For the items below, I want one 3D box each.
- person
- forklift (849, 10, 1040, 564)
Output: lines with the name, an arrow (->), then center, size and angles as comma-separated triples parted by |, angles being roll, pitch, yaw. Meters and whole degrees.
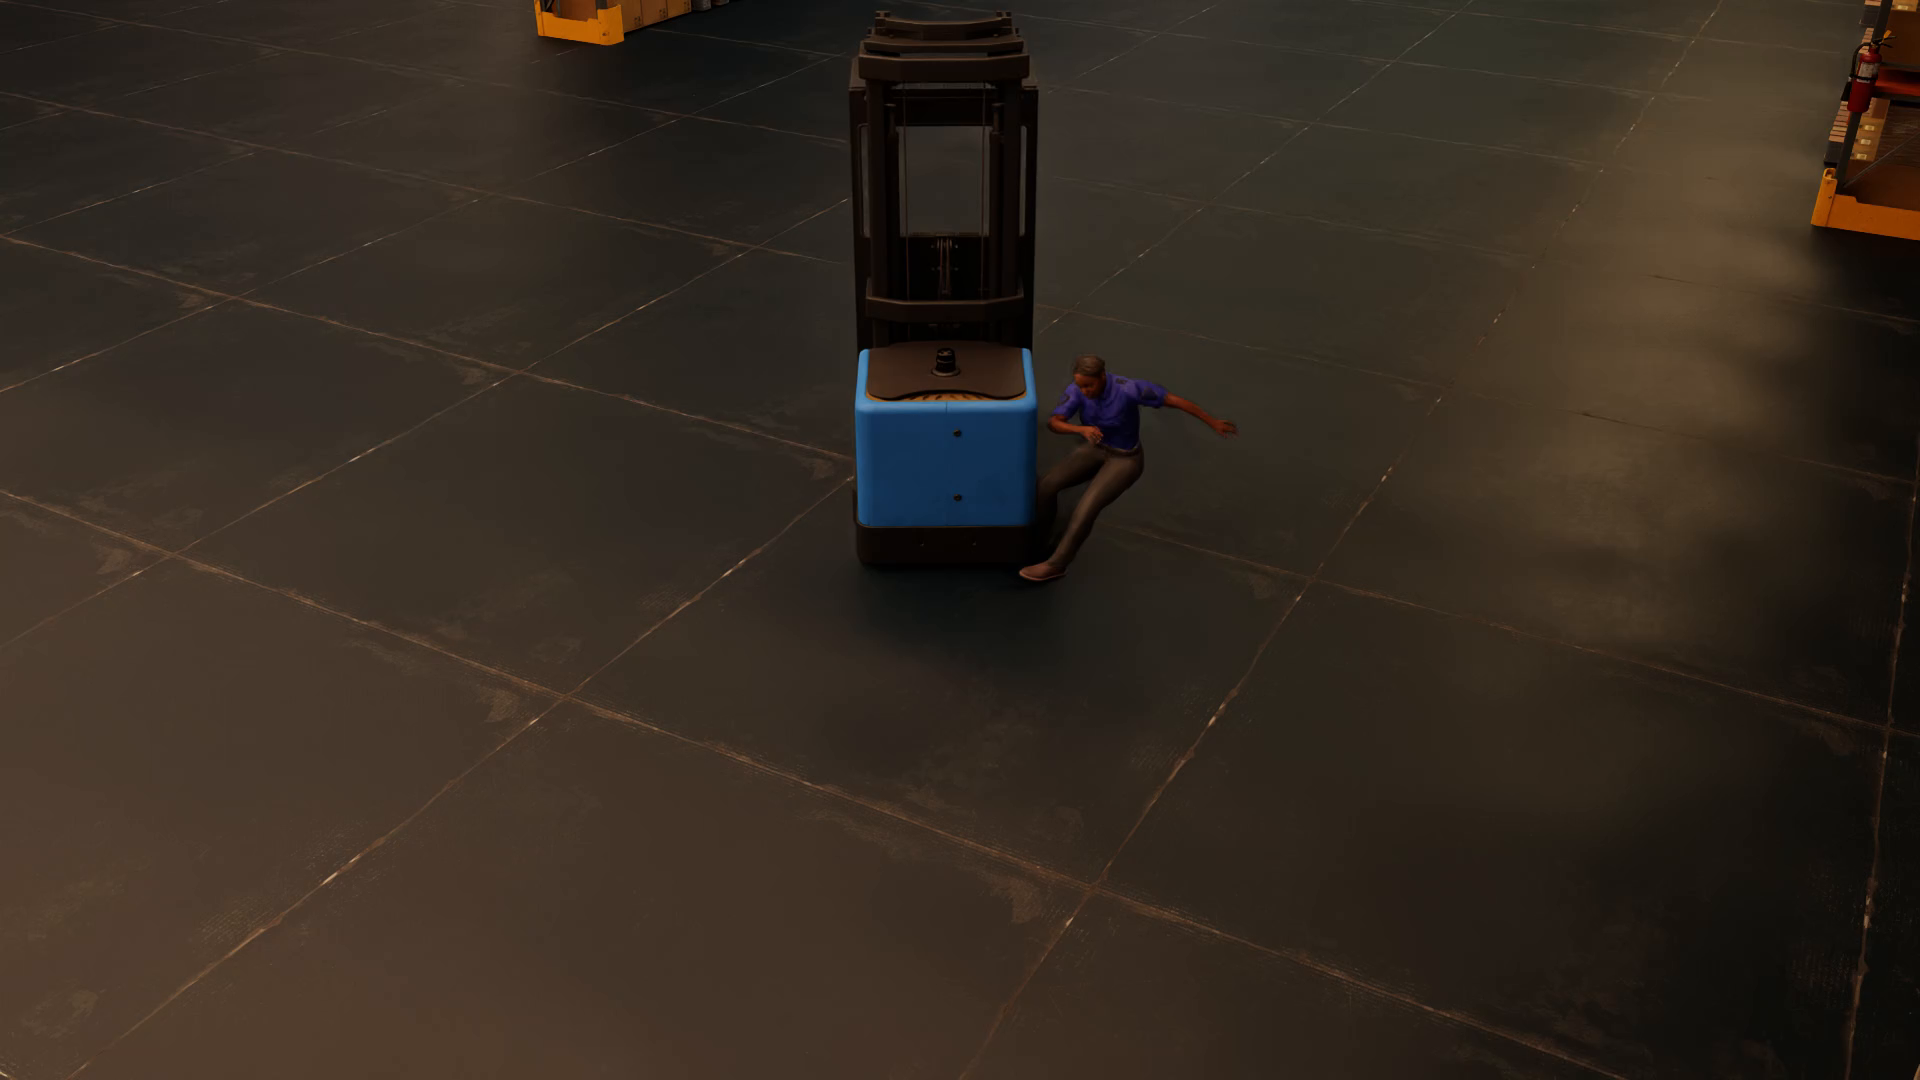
person -> 0.854, -0.385, 9.392 | 1.125, 1.365, 0.895 | 20, 36, 31
forklift -> -0.099, -1.830, 10.241 | 1.130, 2.935, 3.031 | -1, 30, -1
